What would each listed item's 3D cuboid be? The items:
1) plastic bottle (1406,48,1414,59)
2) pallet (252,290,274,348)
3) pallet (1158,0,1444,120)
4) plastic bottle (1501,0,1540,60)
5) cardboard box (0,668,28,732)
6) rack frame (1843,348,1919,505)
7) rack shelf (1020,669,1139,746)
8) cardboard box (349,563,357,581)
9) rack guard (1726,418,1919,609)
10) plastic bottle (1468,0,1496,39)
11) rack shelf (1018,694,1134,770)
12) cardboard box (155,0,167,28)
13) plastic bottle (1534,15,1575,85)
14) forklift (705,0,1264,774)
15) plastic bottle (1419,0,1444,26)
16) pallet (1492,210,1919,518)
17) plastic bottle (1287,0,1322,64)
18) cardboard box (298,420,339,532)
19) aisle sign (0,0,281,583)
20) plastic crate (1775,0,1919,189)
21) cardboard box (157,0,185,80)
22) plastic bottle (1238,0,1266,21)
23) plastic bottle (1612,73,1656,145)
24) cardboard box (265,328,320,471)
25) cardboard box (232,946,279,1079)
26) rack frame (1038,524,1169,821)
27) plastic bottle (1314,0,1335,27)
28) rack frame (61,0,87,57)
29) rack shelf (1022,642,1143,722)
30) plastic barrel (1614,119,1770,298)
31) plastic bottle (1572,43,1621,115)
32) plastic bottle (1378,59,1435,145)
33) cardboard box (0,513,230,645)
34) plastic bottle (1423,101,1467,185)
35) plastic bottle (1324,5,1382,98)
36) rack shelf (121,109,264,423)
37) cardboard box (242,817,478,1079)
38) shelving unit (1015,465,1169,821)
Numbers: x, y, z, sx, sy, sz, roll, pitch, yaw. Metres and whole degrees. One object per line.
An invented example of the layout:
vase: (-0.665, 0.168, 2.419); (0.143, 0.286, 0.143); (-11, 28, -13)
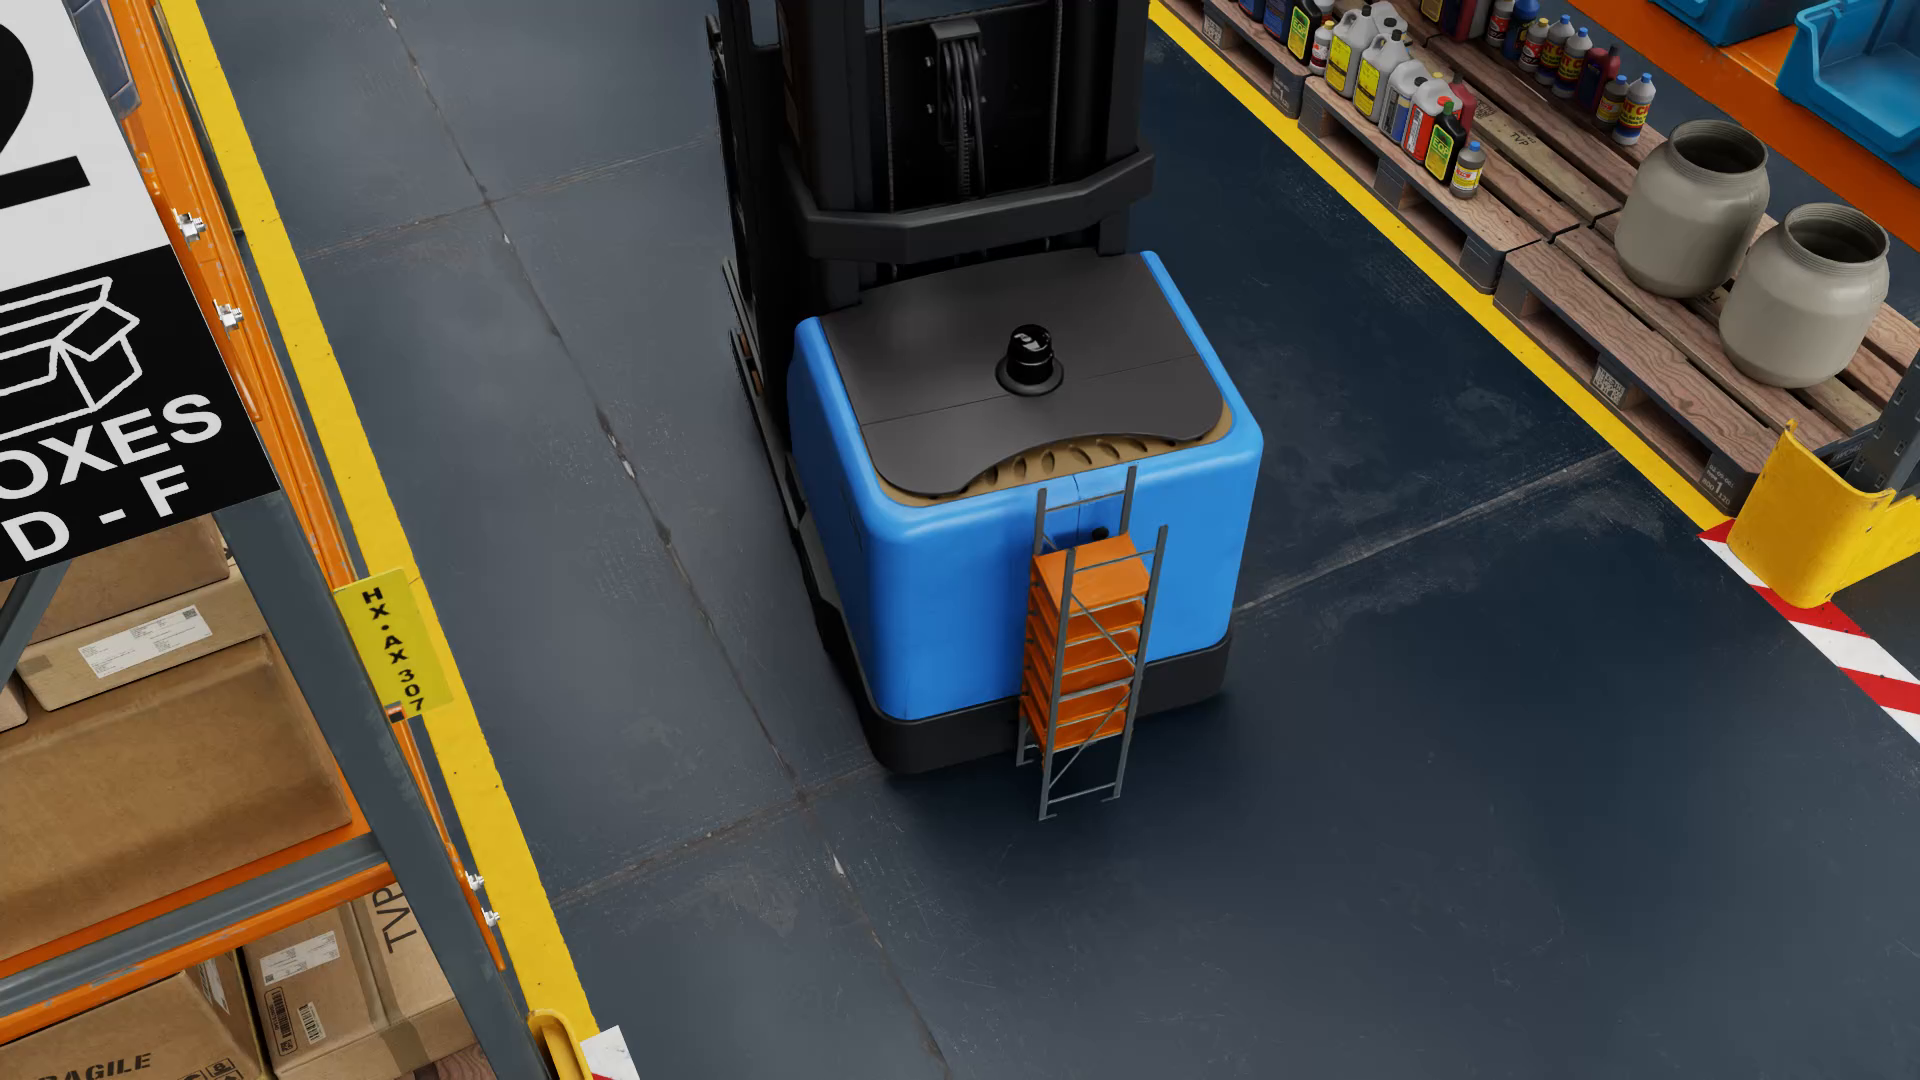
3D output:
plastic bottle: (1.690, -1.796, 6.395); (0.097, 0.201, 0.097); (0, 49, 0)
pallet: (-2.843, -0.552, 5.592); (1.003, 0.211, 1.213); (-21, 52, -18)
pallet: (1.507, -2.338, 7.155); (1.003, 0.211, 1.213); (-21, 52, -18)
plastic bottle: (2.219, -2.042, 6.564); (0.097, 0.271, 0.097); (0, 49, 0)
cardboard box: (-1.684, 0.224, 2.564); (0.380, 0.149, 0.250); (-22, 52, -18)
rack frame: (3.067, -1.043, 4.169); (1.000, 3.000, 0.127); (-21, 52, -18)
rack shelf: (0.307, 0.403, 4.313); (0.258, 0.103, 0.180); (-14, 53, -12)
cardboard box: (-1.847, 0.324, 4.522); (0.500, 0.250, 0.500); (-21, 52, -18)
rack guard: (2.990, -0.255, 5.141); (1.175, 0.500, 0.348); (-21, 52, -18)
plastic bottle: (2.094, -2.182, 6.683); (0.152, 0.276, 0.135); (-20, 52, -17)
rack shelf: (0.305, 0.478, 4.407); (0.258, 0.103, 0.180); (-14, 53, -12)
cardboard box: (-3.362, -2.133, 6.298); (0.500, 0.311, 0.500); (-22, 52, -18)
plastic bottle: (2.312, -1.907, 6.445); (0.097, 0.271, 0.097); (0, 49, 0)
forklift: (-0.150, -1.456, 4.577); (1.130, 2.935, 3.031); (-13, 50, -11)
plastic bottle: (1.944, -2.242, 6.730); (0.061, 0.283, 0.133); (-21, 52, -18)
pallet: (2.623, -0.705, 5.727); (1.003, 0.211, 1.213); (-21, 52, -18)
plastic bottle: (1.362, -2.036, 6.551); (0.061, 0.283, 0.133); (-19, 52, -16)
cardboard box: (-2.071, -0.260, 4.534); (0.500, 0.500, 0.500); (-21, 52, -18)
aisle sign: (-1.037, -0.257, 1.755); (0.394, 0.787, 0.004); (-21, 52, -18)
plastic crate: (2.572, -1.226, 4.428); (0.499, 0.251, 0.616); (-21, 52, -18)
cardboard box: (-3.367, -1.947, 6.508); (0.500, 0.250, 0.500); (-20, 52, -17)
plastic bottle: (1.237, -2.310, 6.745); (0.144, 0.351, 0.185); (-20, 52, -17)
plastic bottle: (2.514, -1.610, 6.186); (0.097, 0.271, 0.097); (0, 49, 0)
cardboard box: (-2.301, -0.347, 5.108); (0.500, 0.250, 0.500); (-21, 52, -18)
cardboard box: (-1.847, 1.170, 3.781); (0.500, 0.250, 0.500); (-21, 52, -18)
rack frame: (0.339, 0.369, 4.131); (0.240, 1.200, 0.006); (-14, 53, -12)
plastic bottle: (1.424, -2.072, 6.589); (0.097, 0.271, 0.097); (0, 49, 0)
rack frame: (-1.339, -1.314, 0.421); (1.000, 3.000, 0.127); (-21, 52, -18)
rack shelf: (0.309, 0.328, 4.219); (0.258, 0.103, 0.180); (-14, 53, -12)
plastic barrel: (2.468, -1.112, 5.603); (0.421, 0.512, 0.421); (0, 49, 0)
plastic bottle: (2.427, -1.772, 6.320); (0.061, 0.283, 0.133); (-20, 52, -17)
plastic bottle: (1.682, -1.640, 6.209); (0.152, 0.276, 0.135); (-23, 53, -19)
cardboard box: (-1.566, -0.152, 2.462); (0.700, 0.500, 0.500); (-21, 52, -17)
plastic bottle: (1.767, -1.444, 6.032); (0.061, 0.283, 0.133); (-20, 52, -17)
plastic bottle: (1.518, -1.899, 6.386); (0.144, 0.351, 0.185); (-22, 52, -18)
rack shelf: (-2.255, -1.429, 2.992); (1.077, 0.370, 4.000); (-21, 52, -18)
cardboard box: (-1.387, 0.992, 3.937); (0.500, 0.250, 0.500); (-21, 52, -18)
shelving unit: (0.309, 0.301, 4.184); (0.258, 1.200, 0.189); (-14, 53, -12)
